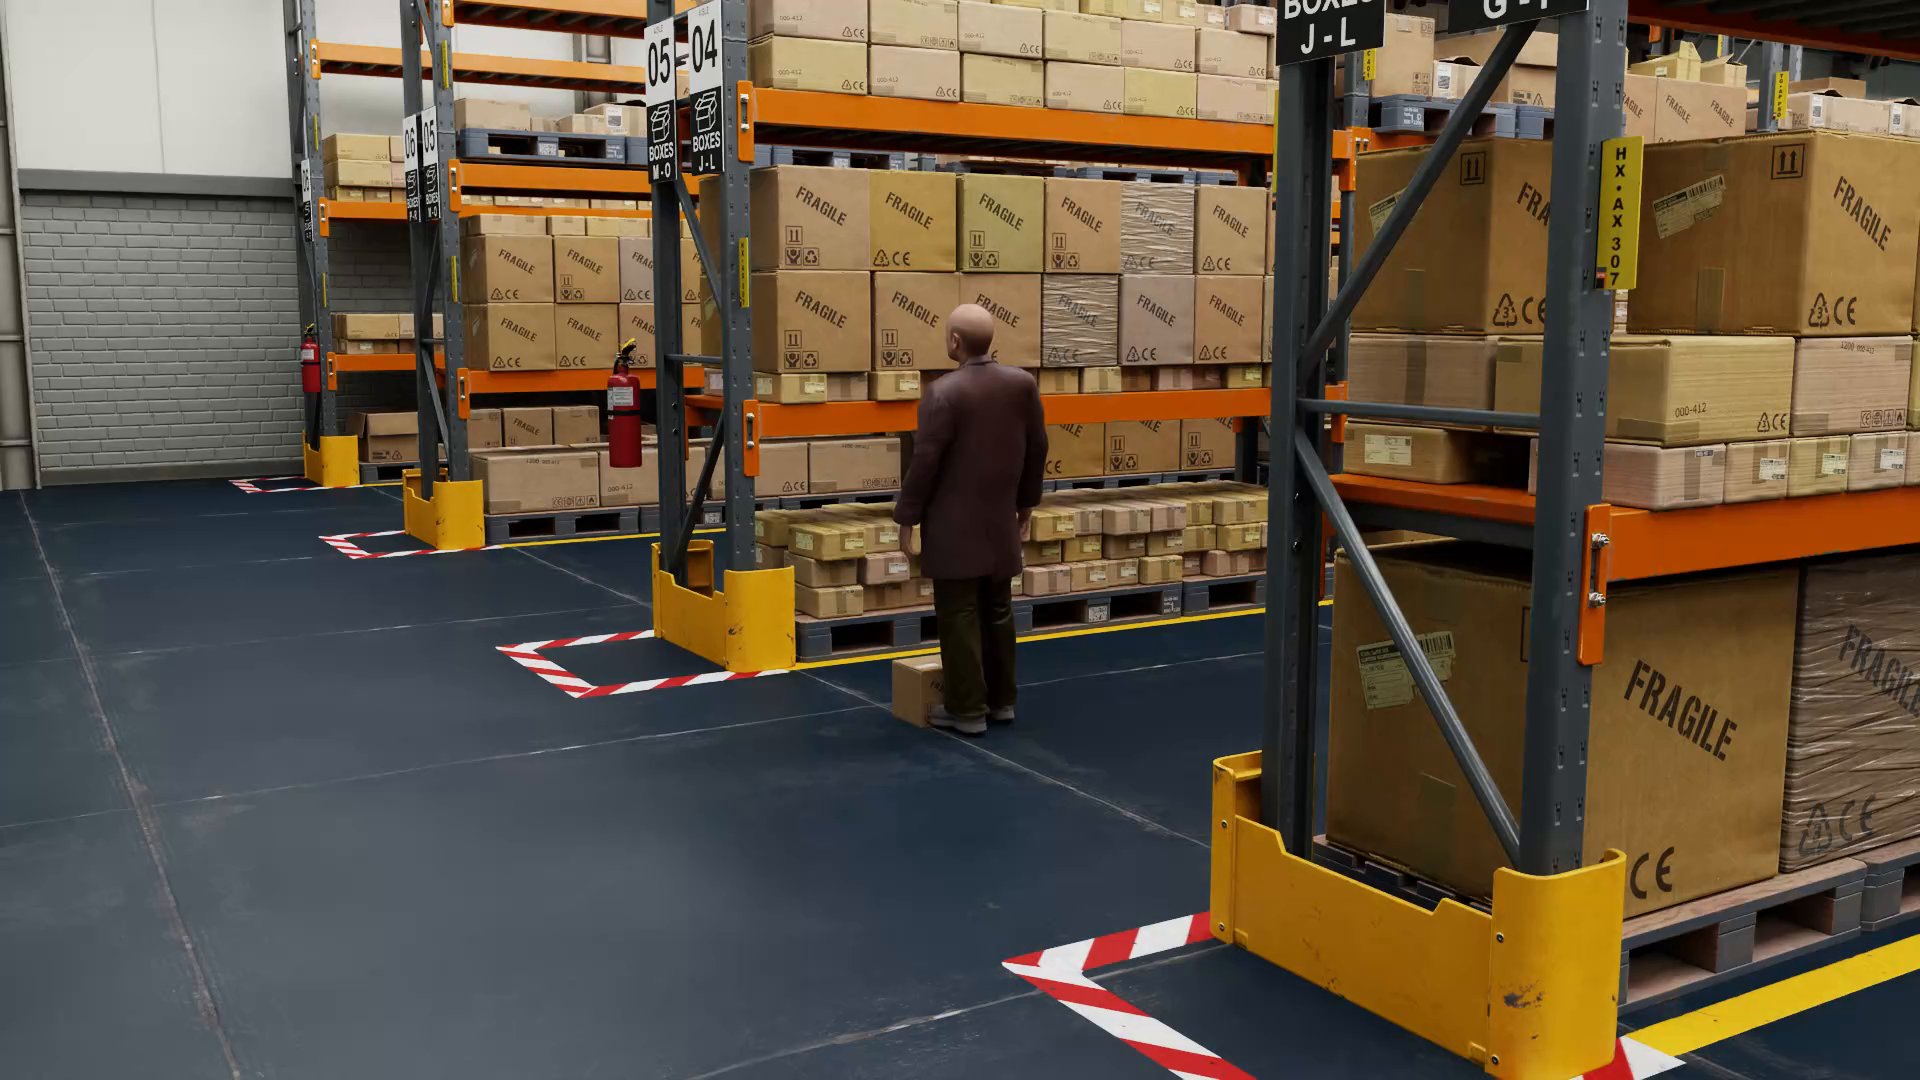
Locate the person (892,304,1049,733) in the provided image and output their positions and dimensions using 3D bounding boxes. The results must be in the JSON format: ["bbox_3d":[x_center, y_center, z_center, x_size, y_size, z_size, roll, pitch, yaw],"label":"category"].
[{"bbox_3d":[-0.005,-0.091,6.956,0.695,1.775,0.577,-5,9,-31],"label":"person"}]
